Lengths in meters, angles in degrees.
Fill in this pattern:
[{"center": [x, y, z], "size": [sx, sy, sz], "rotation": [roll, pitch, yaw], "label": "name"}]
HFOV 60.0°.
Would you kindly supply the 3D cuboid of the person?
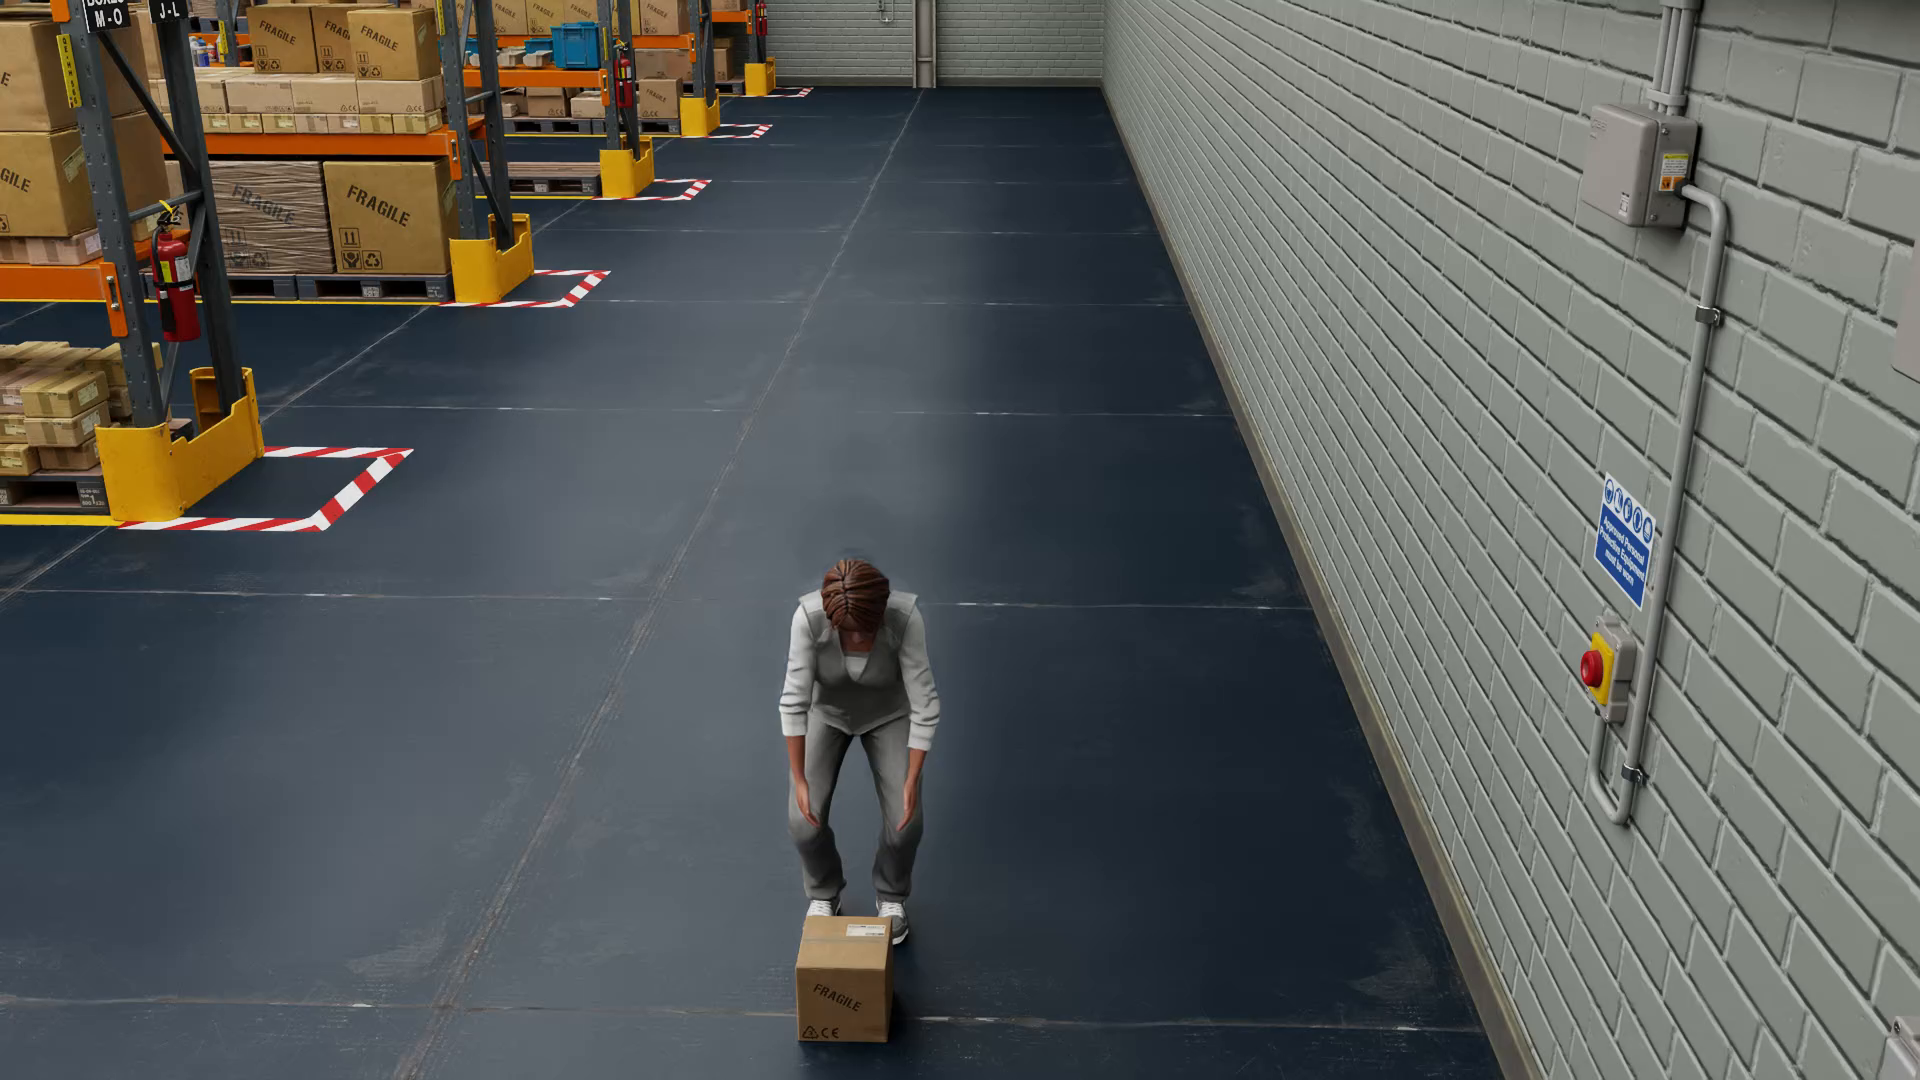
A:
[{"center": [-0.285, 0.608, 4.930], "size": [0.462, 1.310, 0.640], "rotation": [1, 21, 2], "label": "person"}]
